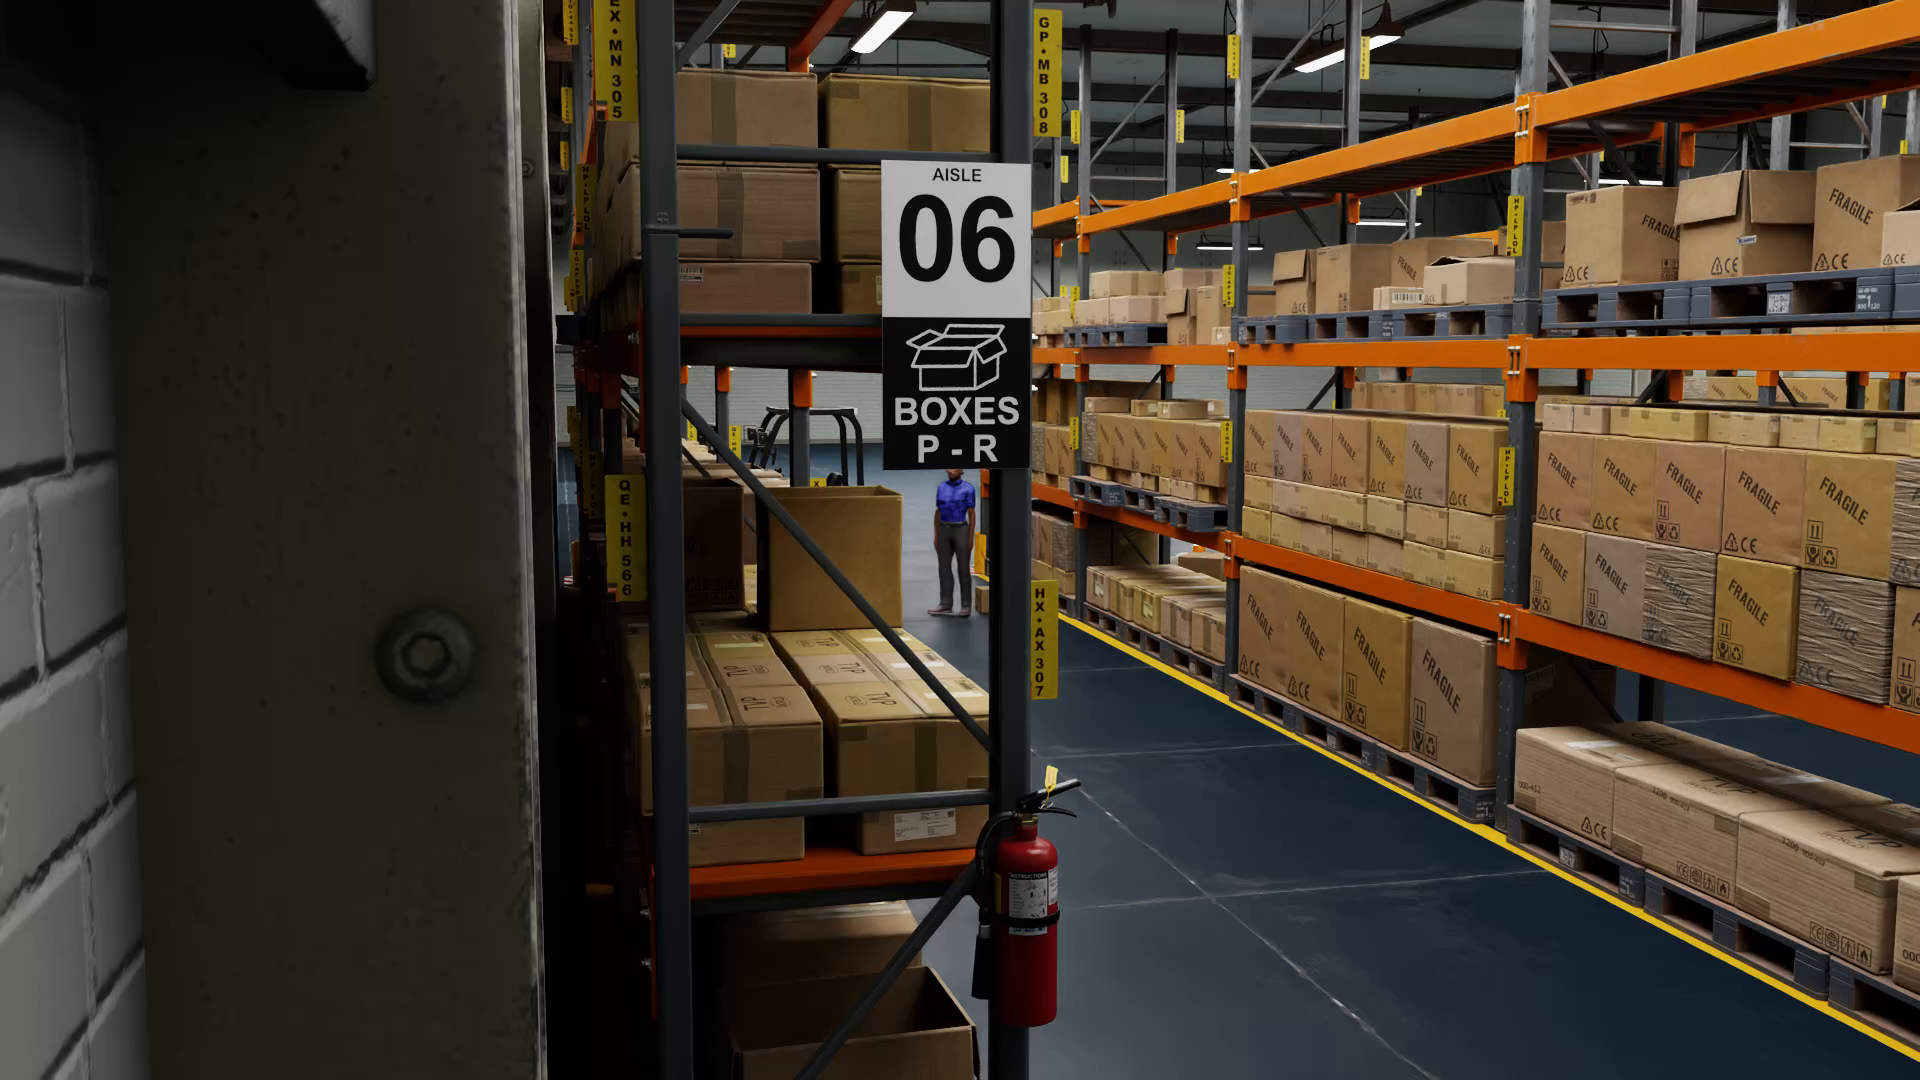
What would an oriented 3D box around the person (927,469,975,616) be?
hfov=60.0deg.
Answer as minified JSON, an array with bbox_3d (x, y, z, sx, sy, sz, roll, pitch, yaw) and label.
[{"bbox_3d":[-0.091,-0.040,17.426,0.507,1.658,0.297,2,7,18],"label":"person"}]
